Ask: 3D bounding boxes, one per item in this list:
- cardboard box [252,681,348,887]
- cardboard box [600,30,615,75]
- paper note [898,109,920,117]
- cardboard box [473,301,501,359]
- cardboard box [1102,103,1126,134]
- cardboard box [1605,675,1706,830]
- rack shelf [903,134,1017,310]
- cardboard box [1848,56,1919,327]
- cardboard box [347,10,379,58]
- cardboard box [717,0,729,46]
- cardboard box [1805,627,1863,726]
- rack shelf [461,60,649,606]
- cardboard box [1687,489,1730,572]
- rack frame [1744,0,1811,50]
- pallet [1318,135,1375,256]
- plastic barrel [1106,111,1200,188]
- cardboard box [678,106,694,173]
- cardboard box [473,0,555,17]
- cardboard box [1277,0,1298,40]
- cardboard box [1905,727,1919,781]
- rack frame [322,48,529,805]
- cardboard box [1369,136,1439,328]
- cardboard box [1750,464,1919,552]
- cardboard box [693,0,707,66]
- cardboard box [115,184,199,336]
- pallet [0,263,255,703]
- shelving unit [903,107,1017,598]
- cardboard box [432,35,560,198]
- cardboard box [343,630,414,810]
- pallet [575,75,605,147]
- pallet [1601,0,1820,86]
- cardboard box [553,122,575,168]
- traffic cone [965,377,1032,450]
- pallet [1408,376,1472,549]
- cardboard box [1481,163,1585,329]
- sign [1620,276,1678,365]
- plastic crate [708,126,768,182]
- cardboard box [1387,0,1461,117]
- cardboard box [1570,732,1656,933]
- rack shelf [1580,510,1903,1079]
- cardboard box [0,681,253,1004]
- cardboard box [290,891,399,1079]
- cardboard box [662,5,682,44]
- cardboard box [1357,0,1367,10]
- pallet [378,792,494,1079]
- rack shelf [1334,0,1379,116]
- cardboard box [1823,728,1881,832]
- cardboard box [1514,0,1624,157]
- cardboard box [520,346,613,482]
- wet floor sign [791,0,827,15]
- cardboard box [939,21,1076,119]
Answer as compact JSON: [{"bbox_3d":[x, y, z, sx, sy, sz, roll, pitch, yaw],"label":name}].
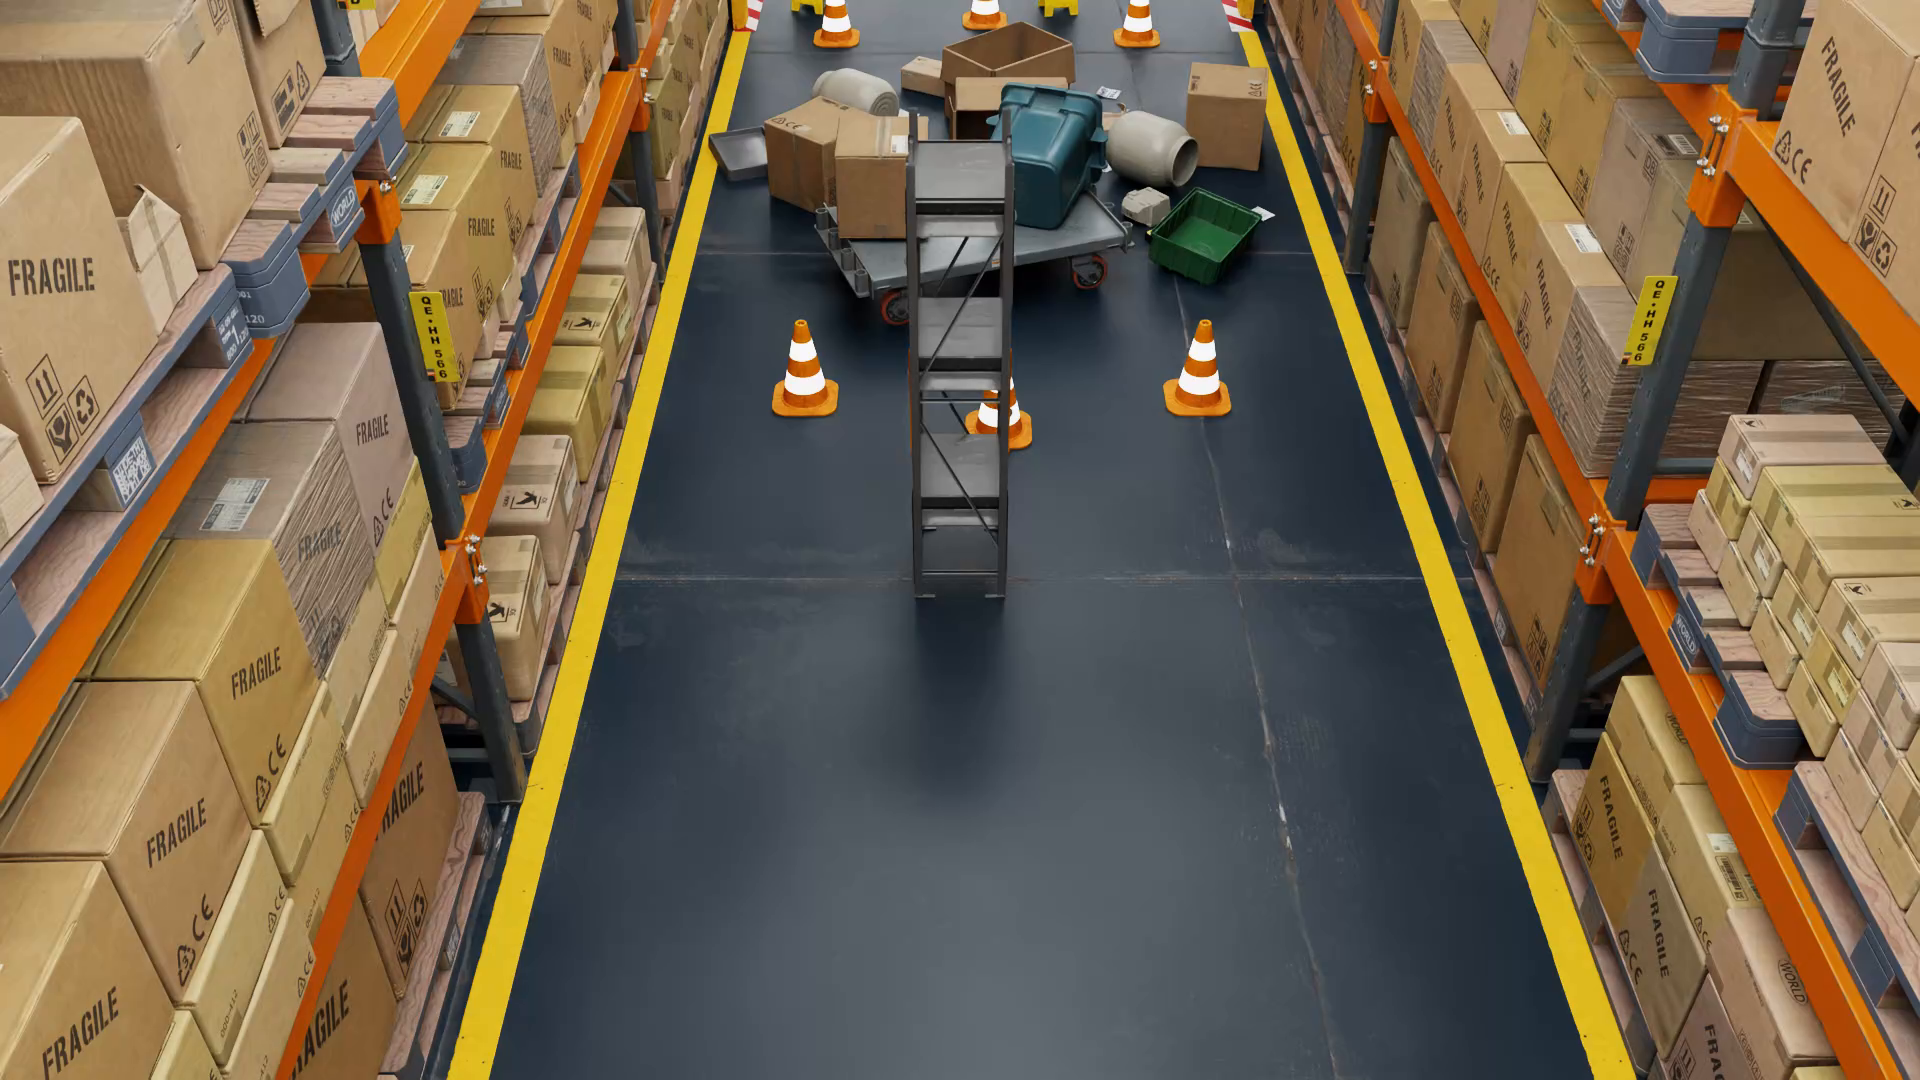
[{"bbox_3d":[-1.922,0.627,4.289,0.500,0.250,0.500,-1,39,-1],"label":"cardboard box"},{"bbox_3d":[-1.930,-2.426,8.243,0.380,0.149,0.250,0,39,1],"label":"cardboard box"},{"bbox_3d":[-0.369,-2.899,11.352,0.148,0.019,0.142,13,40,15],"label":"paper note"},{"bbox_3d":[-1.937,-0.797,6.211,0.380,0.149,0.250,-2,39,-3],"label":"cardboard box"},{"bbox_3d":[0.900,-2.755,10.975,0.396,0.266,0.258,6,39,8],"label":"cardboard box"},{"bbox_3d":[2.507,0.704,5.537,0.500,0.250,0.500,-2,39,-2],"label":"cardboard box"},{"bbox_3d":[0.000,-1.251,6.535,0.431,0.518,0.480,0,39,0],"label":"rack shelf"},{"bbox_3d":[2.490,-0.786,3.854,0.500,0.500,0.500,0,39,0],"label":"cardboard box"},{"bbox_3d":[-2.033,-1.655,5.125,0.396,0.266,0.258,0,39,0],"label":"cardboard box"},{"bbox_3d":[-1.941,-3.753,11.898,0.500,0.250,0.500,0,39,0],"label":"cardboard box"},{"bbox_3d":[2.554,0.368,4.519,0.380,0.149,0.250,0,39,0],"label":"cardboard box"},{"bbox_3d":[-2.204,-1.150,7.362,1.077,0.370,4.000,0,39,0],"label":"rack shelf"},{"bbox_3d":[2.547,-0.033,5.257,0.380,0.149,0.250,-1,39,-1],"label":"cardboard box"},{"bbox_3d":[2.748,-2.588,3.783,1.000,3.000,0.127,0,39,0],"label":"rack frame"},{"bbox_3d":[2.821,-2.136,10.246,1.003,0.211,1.213,0,39,0],"label":"pallet"},{"bbox_3d":[1.208,-2.451,10.470,0.512,0.421,0.421,28,46,30],"label":"plastic barrel"},{"bbox_3d":[-1.949,-2.475,10.303,0.500,0.250,0.500,2,39,3],"label":"cardboard box"},{"bbox_3d":[-1.943,-2.363,7.127,0.380,0.149,0.250,-2,39,-2],"label":"cardboard box"},{"bbox_3d":[2.806,-4.160,11.906,0.875,0.875,0.875,0,39,0],"label":"cardboard box"},{"bbox_3d":[2.558,0.566,4.034,0.380,0.149,0.250,1,39,1],"label":"cardboard box"},{"bbox_3d":[-2.202,-0.180,5.576,1.000,3.000,0.127,0,39,0],"label":"rack frame"},{"bbox_3d":[2.834,-1.646,8.869,1.050,0.750,0.750,0,39,0],"label":"cardboard box"},{"bbox_3d":[2.558,-0.088,4.850,0.380,0.149,0.250,-1,39,-1],"label":"cardboard box"},{"bbox_3d":[-1.952,-3.424,10.887,0.500,0.500,0.500,-1,39,-1],"label":"cardboard box"},{"bbox_3d":[-1.850,-0.601,3.474,0.396,0.266,0.258,-1,39,-1],"label":"cardboard box"},{"bbox_3d":[-2.144,-0.175,3.322,1.003,0.211,1.213,2,39,2],"label":"pallet"},{"bbox_3d":[0.000,-0.716,6.964,0.431,2.100,0.503,0,39,0],"label":"shelving unit"},{"bbox_3d":[-1.979,-1.751,6.883,0.500,0.500,0.500,-1,39,-2],"label":"cardboard box"},{"bbox_3d":[-1.925,0.514,4.830,0.500,0.250,0.500,1,39,1],"label":"cardboard box"},{"bbox_3d":[-2.351,-2.128,8.161,1.003,0.211,1.213,0,39,0],"label":"pallet"},{"bbox_3d":[2.694,-1.746,5.283,1.213,0.211,1.003,2,39,2],"label":"pallet"},{"bbox_3d":[-1.943,-1.788,7.447,0.380,0.149,0.250,0,39,0],"label":"cardboard box"},{"bbox_3d":[0.195,-0.736,8.299,0.336,0.463,0.334,0,39,0],"label":"traffic cone"},{"bbox_3d":[2.824,-0.413,8.096,1.003,0.211,1.213,0,39,0],"label":"pallet"},{"bbox_3d":[2.479,-1.192,6.759,0.500,0.500,0.500,-1,39,-1],"label":"cardboard box"},{"bbox_3d":[2.193,-0.696,5.294,0.100,0.325,0.005,0,39,0],"label":"sign"},{"bbox_3d":[-1.388,-2.524,10.836,0.402,0.080,0.583,-13,40,-16],"label":"plastic crate"},{"bbox_3d":[2.475,-2.458,8.339,0.500,0.500,0.500,0,39,0],"label":"cardboard box"},{"bbox_3d":[2.494,1.007,5.757,0.500,0.500,0.500,-2,39,-2],"label":"cardboard box"},{"bbox_3d":[2.750,1.285,4.324,1.077,0.370,4.000,0,39,0],"label":"rack shelf"},{"bbox_3d":[-1.944,0.662,3.646,0.500,0.500,0.500,-1,39,-1],"label":"cardboard box"},{"bbox_3d":[-2.287,1.475,4.874,0.875,0.875,0.875,0,39,1],"label":"cardboard box"},{"bbox_3d":[-1.880,-3.087,9.948,0.380,0.149,0.250,1,39,2],"label":"cardboard box"},{"bbox_3d":[2.708,-3.381,9.451,0.875,0.550,0.550,0,39,0],"label":"cardboard box"},{"bbox_3d":[-2.276,1.401,5.833,1.003,0.211,1.213,0,39,0],"label":"pallet"},{"bbox_3d":[2.741,-3.718,10.566,1.077,0.370,4.000,0,39,0],"label":"rack shelf"},{"bbox_3d":[2.552,0.639,4.419,0.380,0.149,0.250,1,39,1],"label":"cardboard box"},{"bbox_3d":[2.752,-1.913,6.859,0.700,0.500,0.500,0,39,0],"label":"cardboard box"},{"bbox_3d":[-2.197,-0.607,7.875,0.950,0.372,0.625,1,39,1],"label":"cardboard box"},{"bbox_3d":[-1.141,-4.384,12.704,0.267,0.644,0.232,13,40,15],"label":"wet floor sign"},{"bbox_3d":[0.323,-3.112,11.231,0.797,0.503,0.637,-28,46,-30],"label":"cardboard box"}]
